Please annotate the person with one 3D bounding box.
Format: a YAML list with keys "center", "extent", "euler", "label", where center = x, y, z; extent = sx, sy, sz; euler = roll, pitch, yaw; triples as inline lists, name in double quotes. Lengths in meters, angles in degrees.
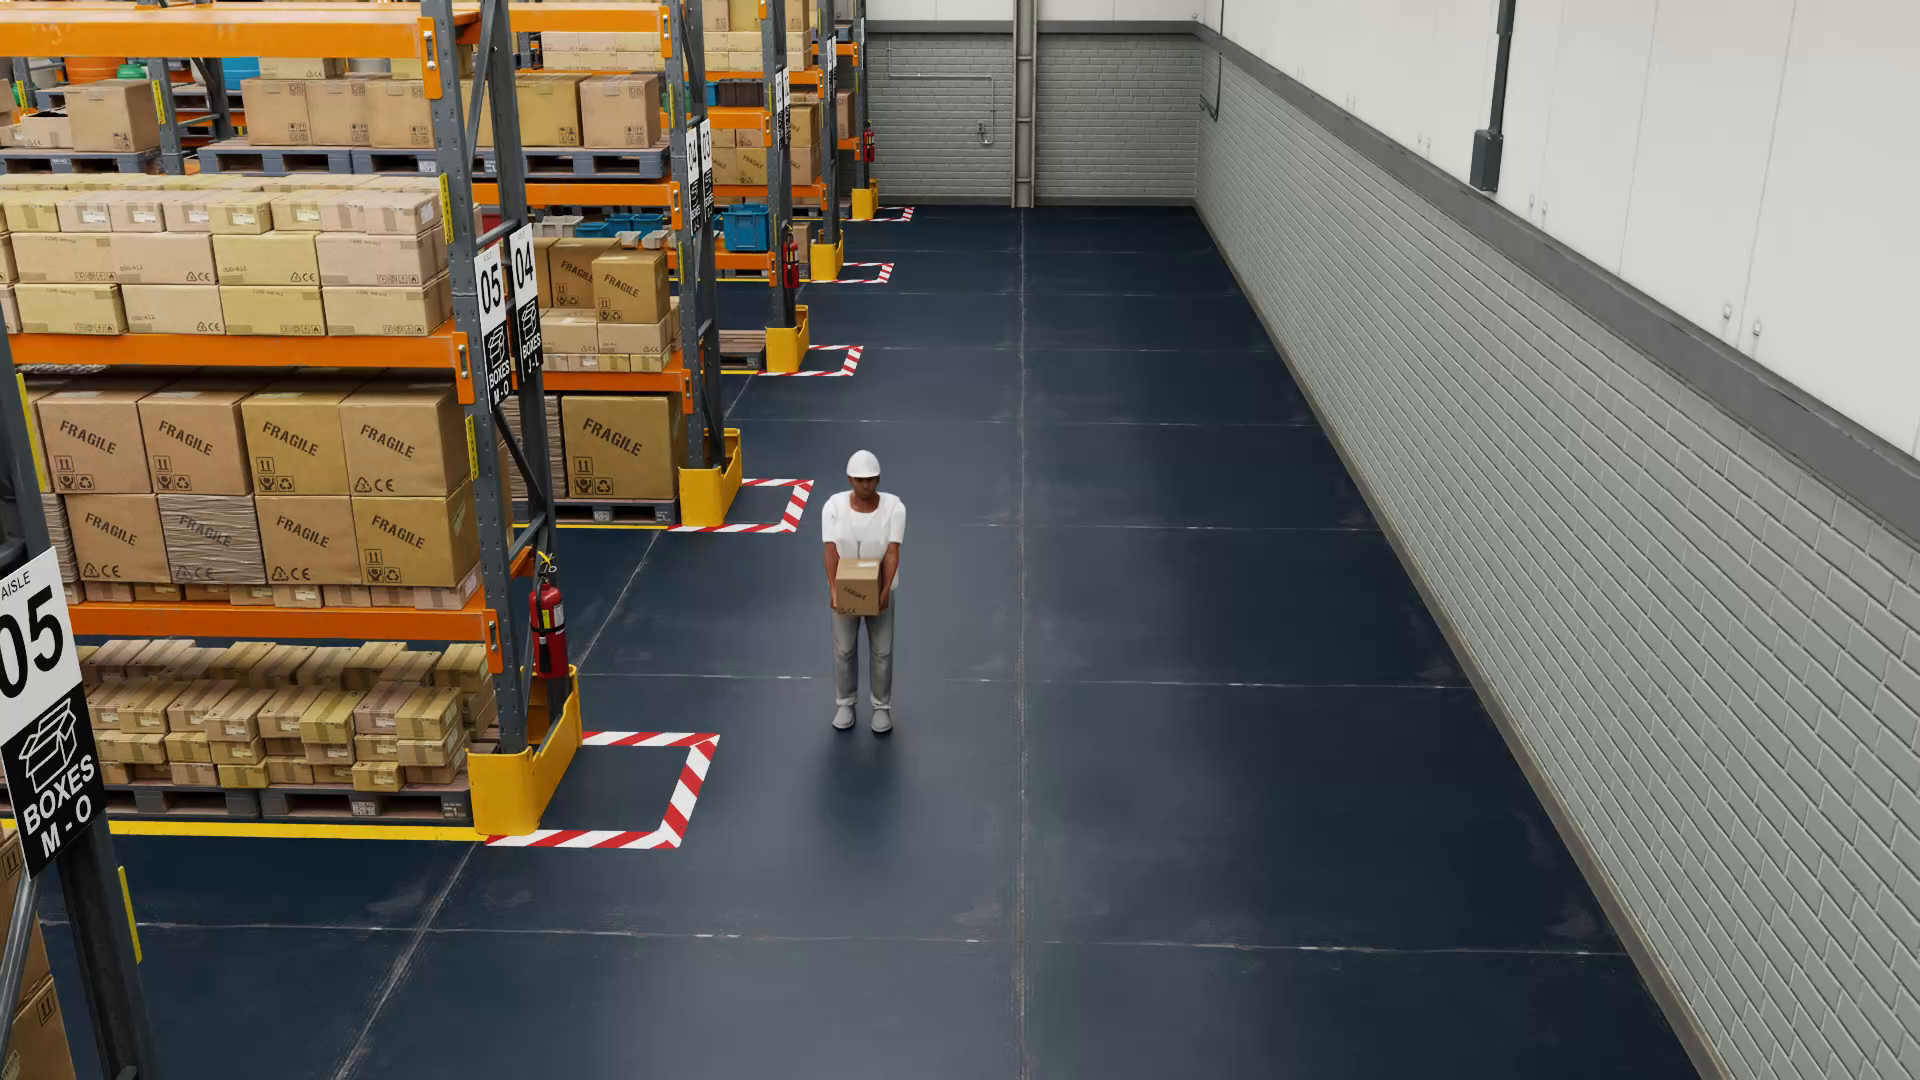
- center: [-0.586, 0.340, 10.146]
  extent: [0.505, 1.763, 0.567]
  euler: [1, 21, 1]
  label: "person"
